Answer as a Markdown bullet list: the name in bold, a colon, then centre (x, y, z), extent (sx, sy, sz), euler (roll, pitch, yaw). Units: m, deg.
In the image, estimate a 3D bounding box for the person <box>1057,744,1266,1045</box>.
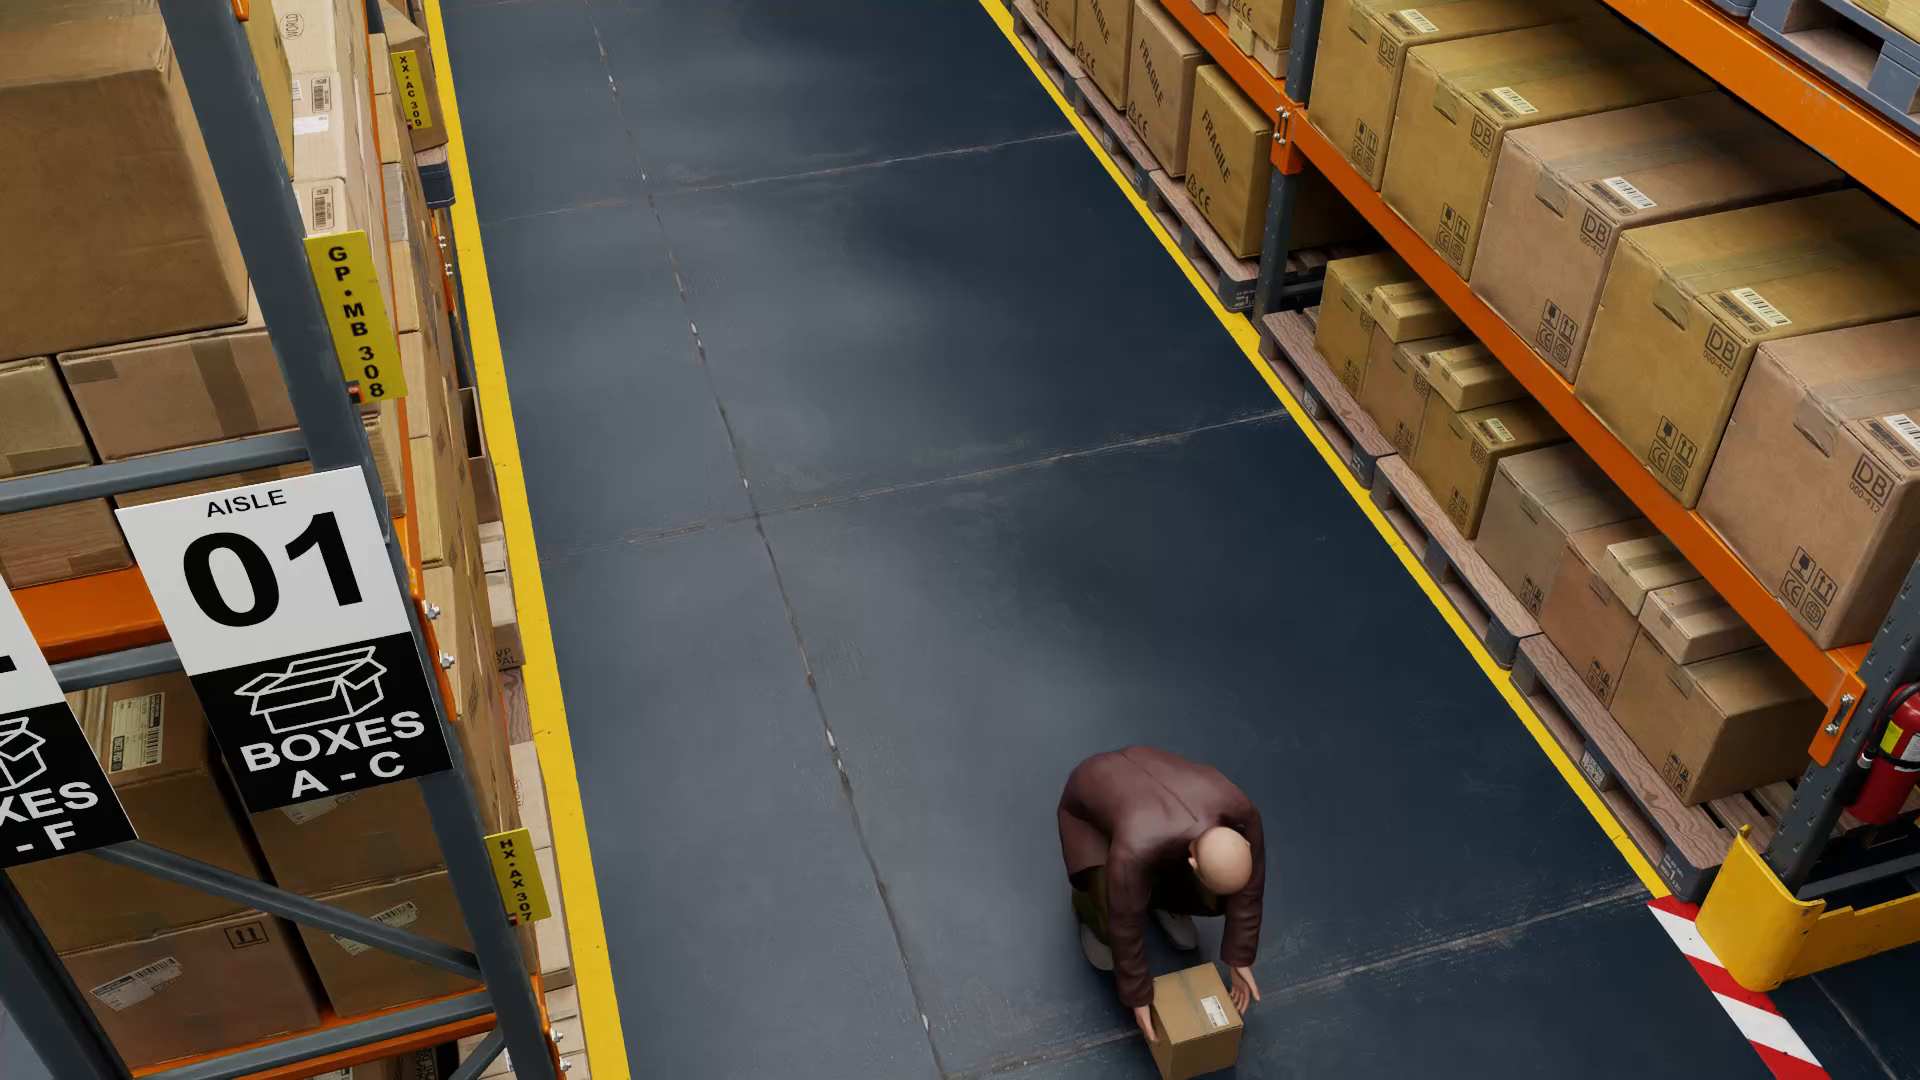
- **person**: centre (0.667, 1.083, 5.553), extent (0.609, 0.982, 0.903), euler (-12, 43, -13)
